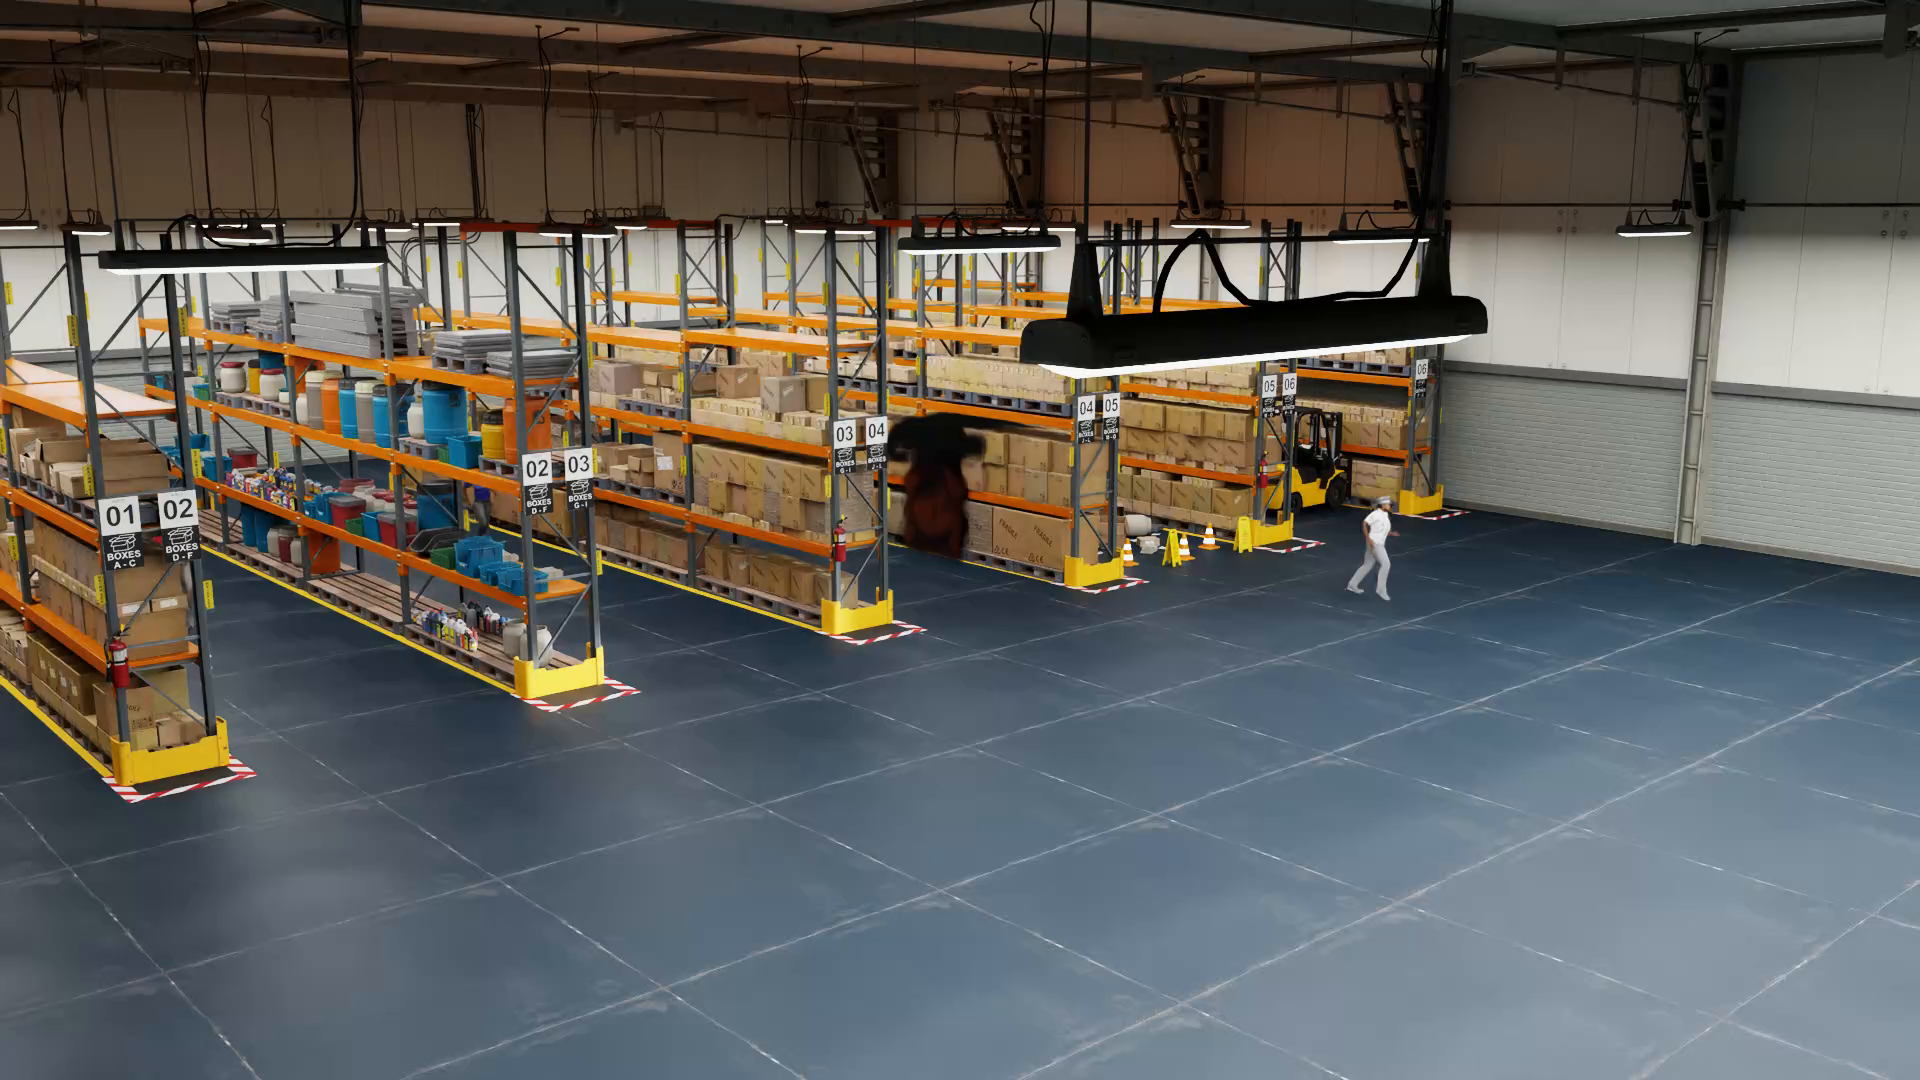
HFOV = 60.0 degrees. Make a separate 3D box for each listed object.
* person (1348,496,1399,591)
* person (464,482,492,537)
[{"bbox_3d":[6.778,0.036,27.168,0.761,1.522,0.631,5,12,22],"label":"person"},{"bbox_3d":[-8.843,-0.506,30.756,0.540,1.492,0.644,-11,16,-43],"label":"person"}]
